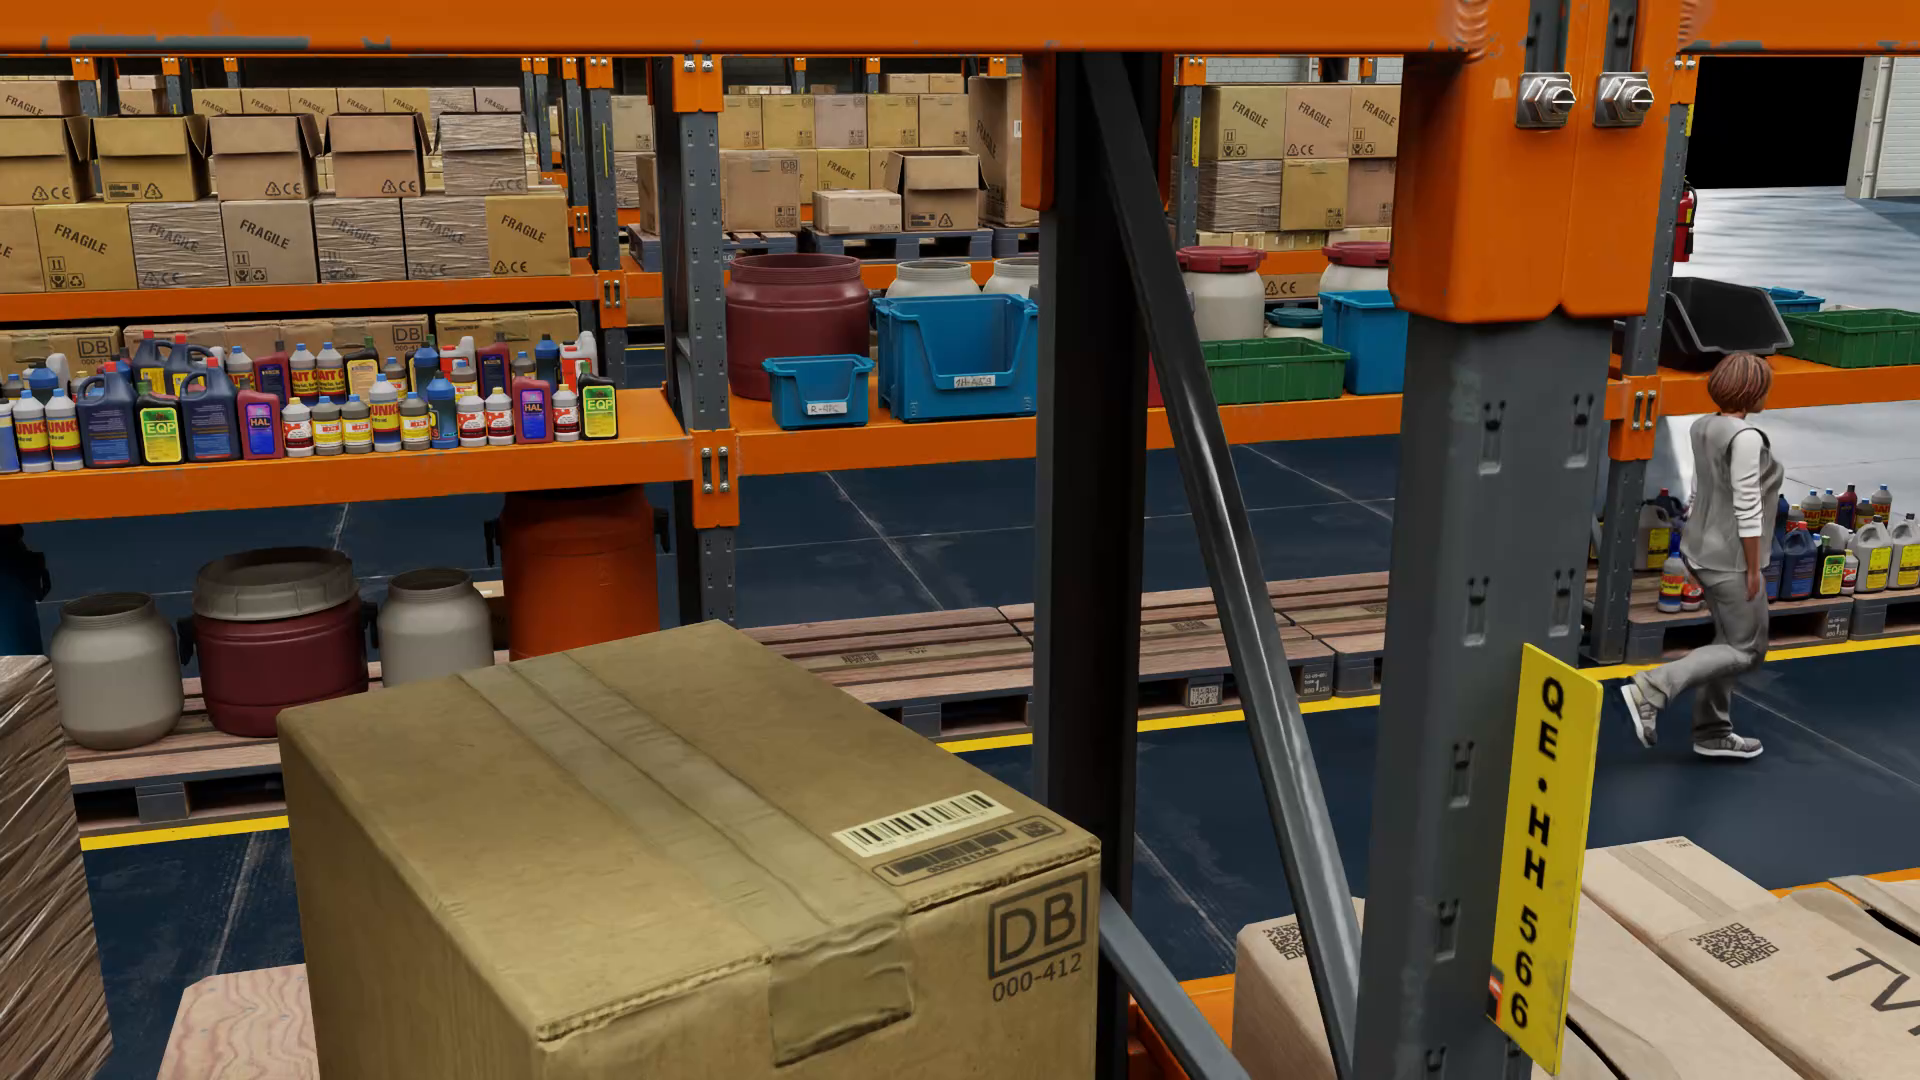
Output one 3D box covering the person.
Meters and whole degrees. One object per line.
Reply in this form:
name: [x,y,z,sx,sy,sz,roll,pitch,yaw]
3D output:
person: [2.825,0.082,6.263,0.614,1.583,0.410,1,16,2]
